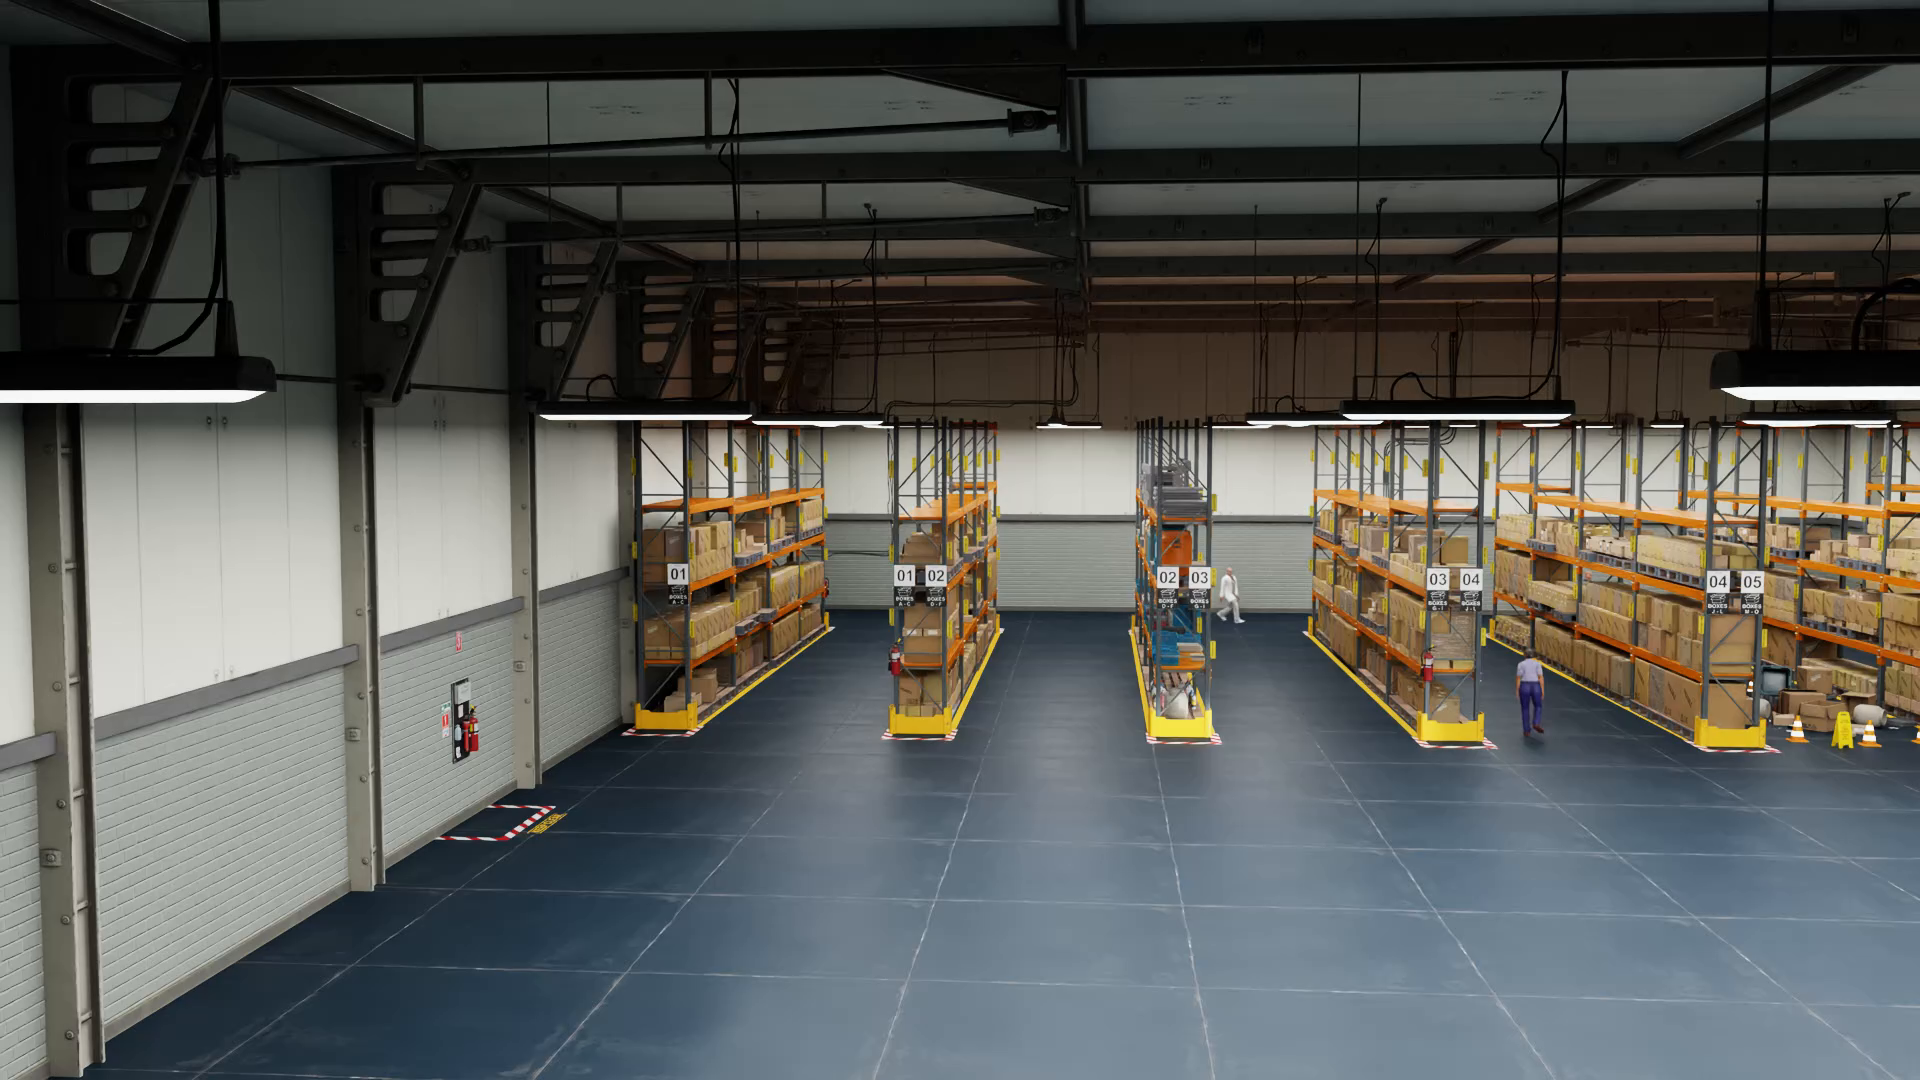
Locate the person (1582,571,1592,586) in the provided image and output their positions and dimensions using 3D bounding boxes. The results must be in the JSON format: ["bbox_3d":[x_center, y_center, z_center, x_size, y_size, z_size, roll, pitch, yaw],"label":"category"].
[{"bbox_3d":[18.104,1.745,47.852,0.814,1.704,0.557,2,4,29],"label":"person"}]

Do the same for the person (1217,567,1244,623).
[{"bbox_3d":[8.090,1.732,49.787,0.573,1.474,1.095,-3,5,-42],"label":"person"}]

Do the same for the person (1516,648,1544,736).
[{"bbox_3d":[10.730,2.852,31.312,0.520,1.636,0.458,1,4,17],"label":"person"}]
